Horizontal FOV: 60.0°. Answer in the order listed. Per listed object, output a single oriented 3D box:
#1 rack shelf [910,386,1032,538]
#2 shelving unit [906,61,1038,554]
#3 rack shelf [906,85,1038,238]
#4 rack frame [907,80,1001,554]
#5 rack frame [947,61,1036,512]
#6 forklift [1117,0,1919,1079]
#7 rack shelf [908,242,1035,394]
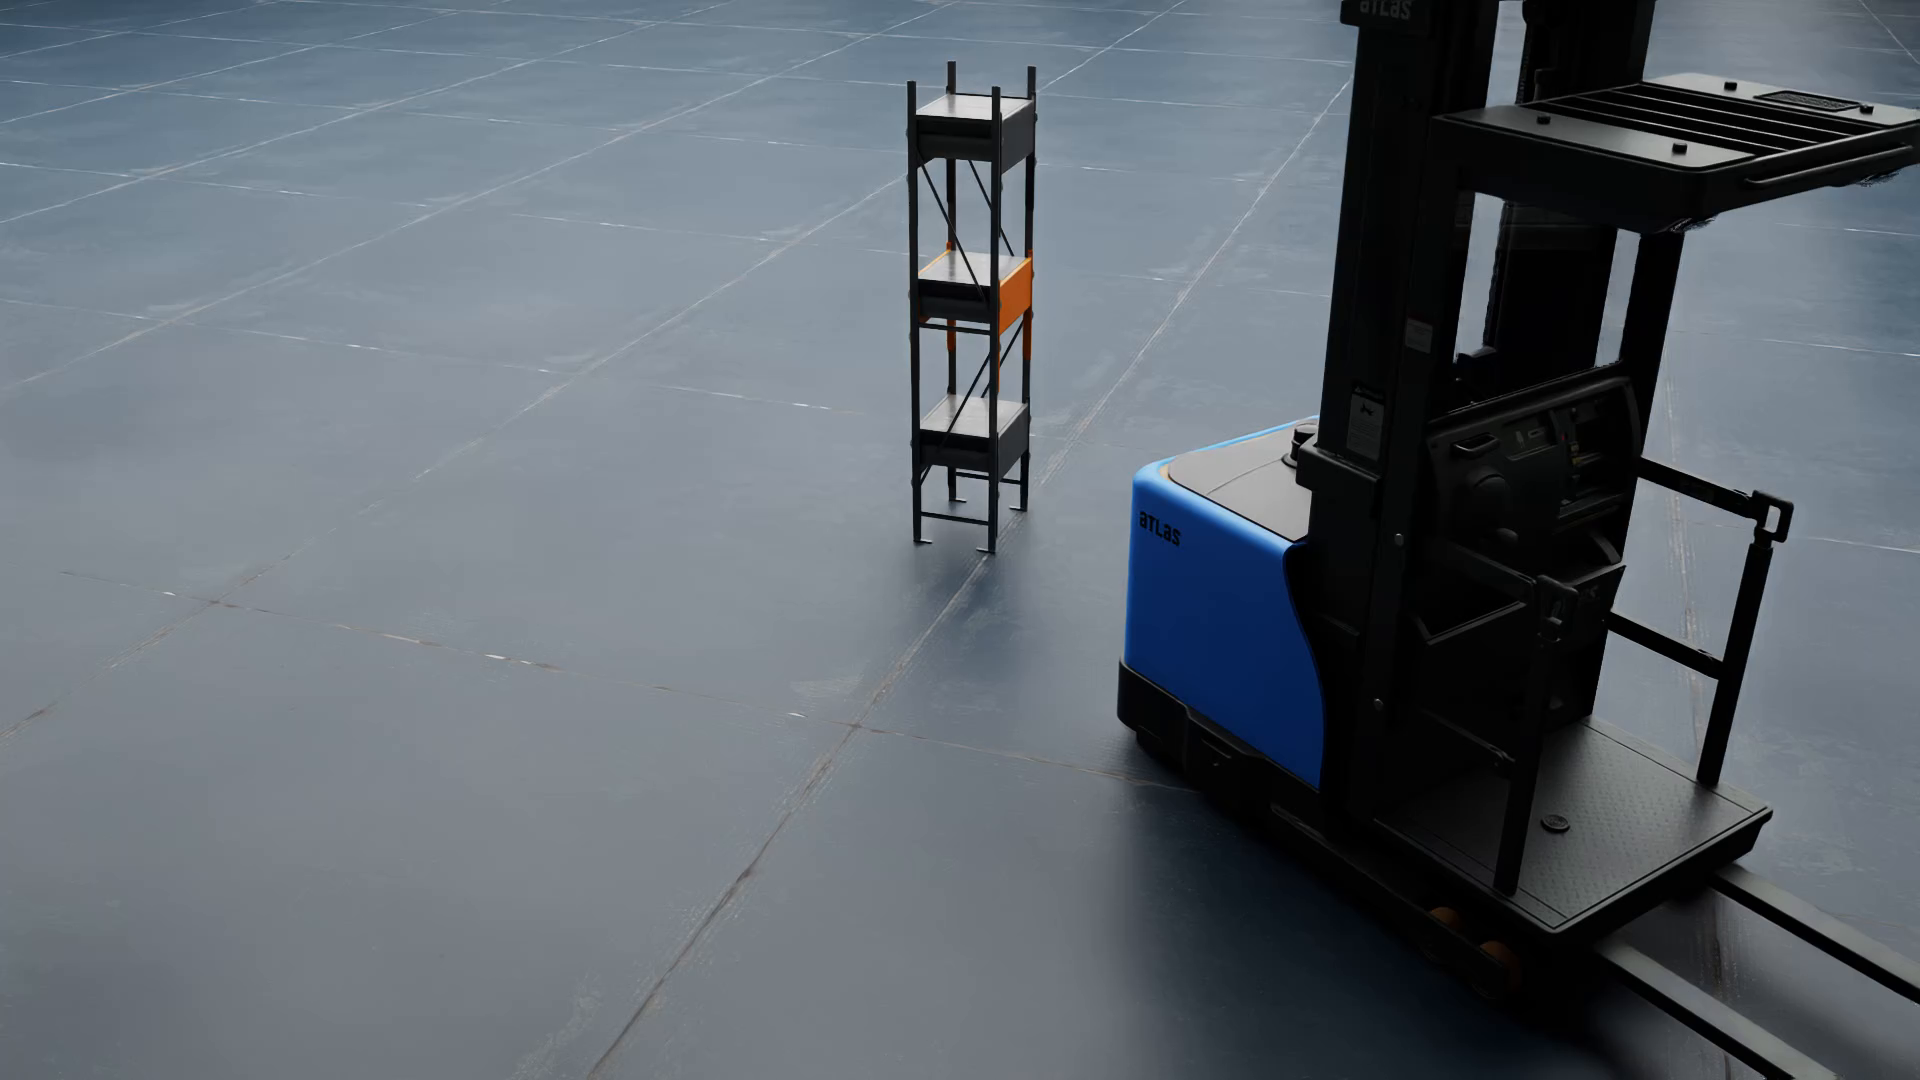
[{"bbox_3d":[0.055,-0.371,7.744,0.431,0.518,0.480,9,27,17],"label":"rack shelf"},{"bbox_3d":[0.055,-1.013,7.433,0.431,2.100,0.503,9,27,17],"label":"shelving unit"},{"bbox_3d":[0.055,-1.631,7.134,0.431,0.518,0.480,9,27,17],"label":"rack shelf"},{"bbox_3d":[-0.026,-0.913,7.226,0.400,2.100,0.015,9,27,17],"label":"rack frame"},{"bbox_3d":[0.136,-1.113,7.640,0.400,2.100,0.015,9,27,17],"label":"rack frame"},{"bbox_3d":[1.836,-0.196,4.792,1.130,2.935,3.031,-17,30,-31],"label":"forklift"},{"bbox_3d":[0.055,-1.001,7.439,0.431,0.518,0.480,9,27,17],"label":"rack shelf"}]
